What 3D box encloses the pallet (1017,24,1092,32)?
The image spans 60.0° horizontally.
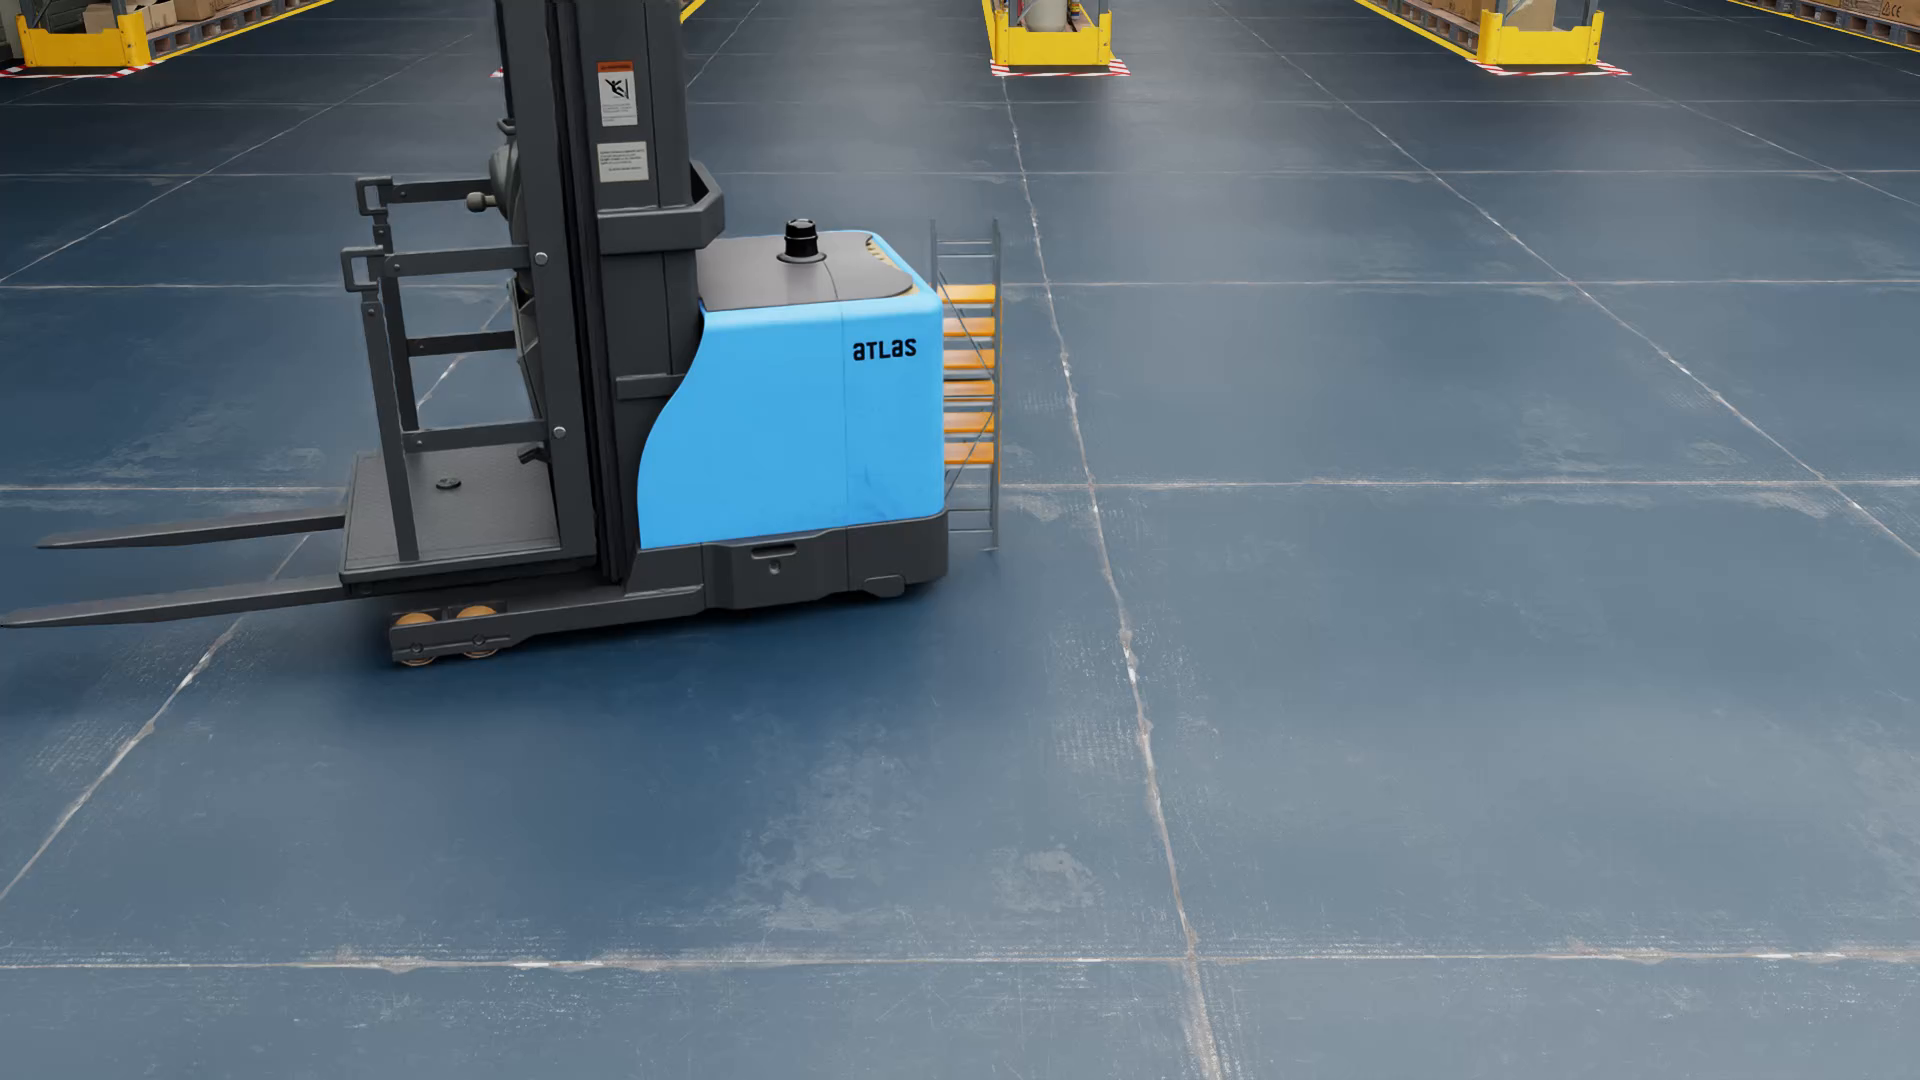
[{"bbox_3d":[0.942,-5.346,17.814,1.003,0.211,1.213,0,24,-1],"label":"pallet"}]

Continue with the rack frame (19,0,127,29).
[{"bbox_3d":[-8.913,-6.206,16.332,1.000,3.000,0.127,0,24,-1],"label":"rack frame"}]

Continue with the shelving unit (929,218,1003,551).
[{"bbox_3d":[0.018,-0.544,5.997,0.258,1.200,0.189,-1,24,-2],"label":"shelving unit"}]

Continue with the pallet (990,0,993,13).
[{"bbox_3d":[0.902,-6.952,21.365,1.003,0.211,1.213,0,24,-1],"label":"pallet"}]

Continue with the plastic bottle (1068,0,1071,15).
[{"bbox_3d":[1.281,-6.098,18.869,0.097,0.271,0.097,0,24,0],"label":"plastic bottle"}]

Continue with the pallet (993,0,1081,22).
[{"bbox_3d":[0.915,-6.351,20.037,1.003,0.211,1.213,0,24,-1],"label":"pallet"}]

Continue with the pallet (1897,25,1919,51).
[{"bbox_3d":[10.820,-5.312,17.739,1.003,0.211,1.213,0,24,-1],"label":"pallet"}]

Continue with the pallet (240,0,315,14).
[{"bbox_3d":[-8.967,-6.905,21.260,1.003,0.211,1.213,0,24,-1],"label":"pallet"}]

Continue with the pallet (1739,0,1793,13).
[{"bbox_3d":[10.779,-6.949,21.358,1.003,0.211,1.213,0,24,-1],"label":"pallet"}]

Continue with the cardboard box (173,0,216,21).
[{"bbox_3d":[-8.795,-6.091,18.576,0.700,0.500,0.500,-2,24,-4],"label":"cardboard box"}]

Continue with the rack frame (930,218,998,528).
[{"bbox_3d":[0.014,-0.582,6.080,0.240,1.200,0.006,-1,24,-2],"label":"rack frame"}]

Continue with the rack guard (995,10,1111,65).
[{"bbox_3d":[0.945,-5.143,17.014,1.175,0.500,0.348,0,24,-1],"label":"rack guard"}]

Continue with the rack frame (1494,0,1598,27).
[{"bbox_3d":[5.946,-6.273,16.480,1.000,3.000,0.127,0,24,-1],"label":"rack frame"}]

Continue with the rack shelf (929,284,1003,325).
[{"bbox_3d":[0.018,-0.832,5.867,0.258,0.103,0.180,-1,24,-2],"label":"rack shelf"}]

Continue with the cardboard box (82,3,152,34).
[{"bbox_3d":[-8.831,-5.467,17.427,0.500,0.311,0.500,-3,25,-7],"label":"cardboard box"}]

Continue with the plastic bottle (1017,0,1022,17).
[{"bbox_3d":[0.666,-6.073,18.800,0.061,0.283,0.133,0,24,-1],"label":"plastic bottle"}]

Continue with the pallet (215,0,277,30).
[{"bbox_3d":[-8.914,-6.307,19.939,1.003,0.211,1.213,0,24,-1],"label":"pallet"}]

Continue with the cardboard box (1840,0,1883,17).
[{"bbox_3d":[10.814,-6.494,19.038,0.875,0.875,0.875,0,24,0],"label":"cardboard box"}]

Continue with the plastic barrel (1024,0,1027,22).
[{"bbox_3d":[0.904,-5.786,17.912,0.421,0.512,0.421,0,24,0],"label":"plastic barrel"}]

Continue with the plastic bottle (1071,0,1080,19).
[{"bbox_3d":[1.285,-5.956,18.557,0.097,0.271,0.097,0,24,0],"label":"plastic bottle"}]

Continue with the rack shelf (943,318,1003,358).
[{"bbox_3d":[0.018,-0.722,5.916,0.258,0.103,0.180,-1,24,-2],"label":"rack shelf"}]

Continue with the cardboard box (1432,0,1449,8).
[{"bbox_3d":[5.881,-6.573,19.666,0.500,0.500,0.500,8,25,16],"label":"cardboard box"}]

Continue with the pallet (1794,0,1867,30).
[{"bbox_3d":[10.793,-6.318,19.962,1.003,0.211,1.213,0,24,-1],"label":"pallet"}]

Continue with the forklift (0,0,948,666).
[{"bbox_3d":[-1.617,-1.173,5.286,3.031,2.935,1.130,-7,25,-15],"label":"forklift"}]

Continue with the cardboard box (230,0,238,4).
[{"bbox_3d":[-8.921,-6.544,19.982,0.380,0.166,0.250,-3,25,-7],"label":"cardboard box"}]

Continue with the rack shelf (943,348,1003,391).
[{"bbox_3d":[0.018,-0.613,5.966,0.258,0.103,0.180,-1,24,-2],"label":"rack shelf"}]

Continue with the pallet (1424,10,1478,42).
[{"bbox_3d":[5.961,-5.870,18.973,1.003,0.211,1.213,0,24,-1],"label":"pallet"}]

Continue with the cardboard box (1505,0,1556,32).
[{"bbox_3d":[5.956,-5.583,17.477,0.500,0.500,0.500,4,25,9],"label":"cardboard box"}]

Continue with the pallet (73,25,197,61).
[{"bbox_3d":[-8.888,-5.302,17.716,1.003,0.211,1.213,0,24,-1],"label":"pallet"}]

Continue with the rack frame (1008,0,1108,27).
[{"bbox_3d":[0.993,-6.251,16.430,1.000,3.000,0.127,0,24,-1],"label":"rack frame"}]

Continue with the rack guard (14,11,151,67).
[{"bbox_3d":[-8.914,-5.098,16.916,1.175,0.500,0.348,0,24,-1],"label":"rack guard"}]

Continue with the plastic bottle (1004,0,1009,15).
[{"bbox_3d":[0.535,-5.931,18.585,0.097,0.201,0.097,0,24,0],"label":"plastic bottle"}]

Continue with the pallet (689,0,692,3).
[{"bbox_3d":[-4.067,-7.415,22.389,1.003,0.211,1.213,0,24,-1],"label":"pallet"}]

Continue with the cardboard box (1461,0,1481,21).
[{"bbox_3d":[5.927,-6.087,18.592,0.500,0.500,0.500,2,24,4],"label":"cardboard box"}]
